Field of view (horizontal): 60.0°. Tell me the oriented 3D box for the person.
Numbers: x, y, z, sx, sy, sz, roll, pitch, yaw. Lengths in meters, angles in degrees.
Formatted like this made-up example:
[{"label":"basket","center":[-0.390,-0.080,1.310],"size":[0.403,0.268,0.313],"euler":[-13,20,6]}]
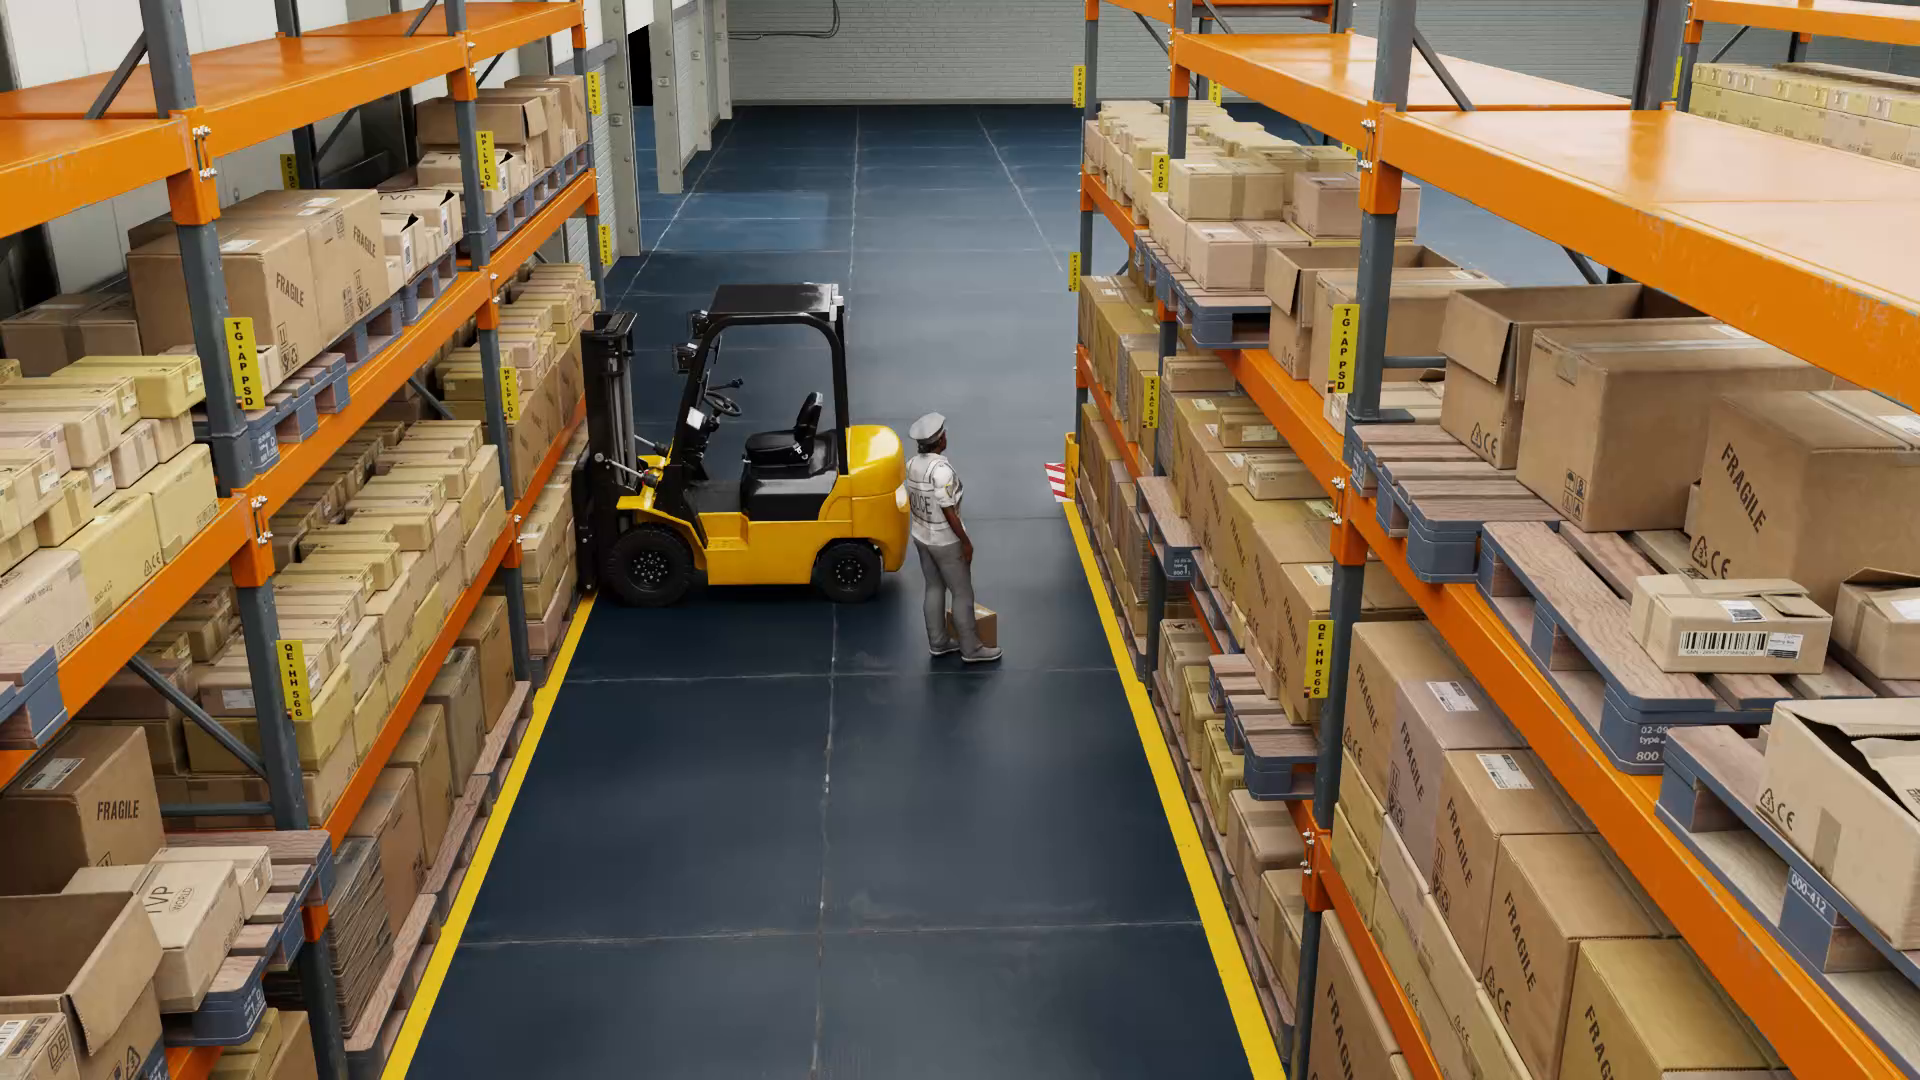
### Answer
[{"label":"person","center":[-0.067,-0.022,11.065],"size":[0.530,1.695,0.569],"euler":[-14,25,-33]}]
